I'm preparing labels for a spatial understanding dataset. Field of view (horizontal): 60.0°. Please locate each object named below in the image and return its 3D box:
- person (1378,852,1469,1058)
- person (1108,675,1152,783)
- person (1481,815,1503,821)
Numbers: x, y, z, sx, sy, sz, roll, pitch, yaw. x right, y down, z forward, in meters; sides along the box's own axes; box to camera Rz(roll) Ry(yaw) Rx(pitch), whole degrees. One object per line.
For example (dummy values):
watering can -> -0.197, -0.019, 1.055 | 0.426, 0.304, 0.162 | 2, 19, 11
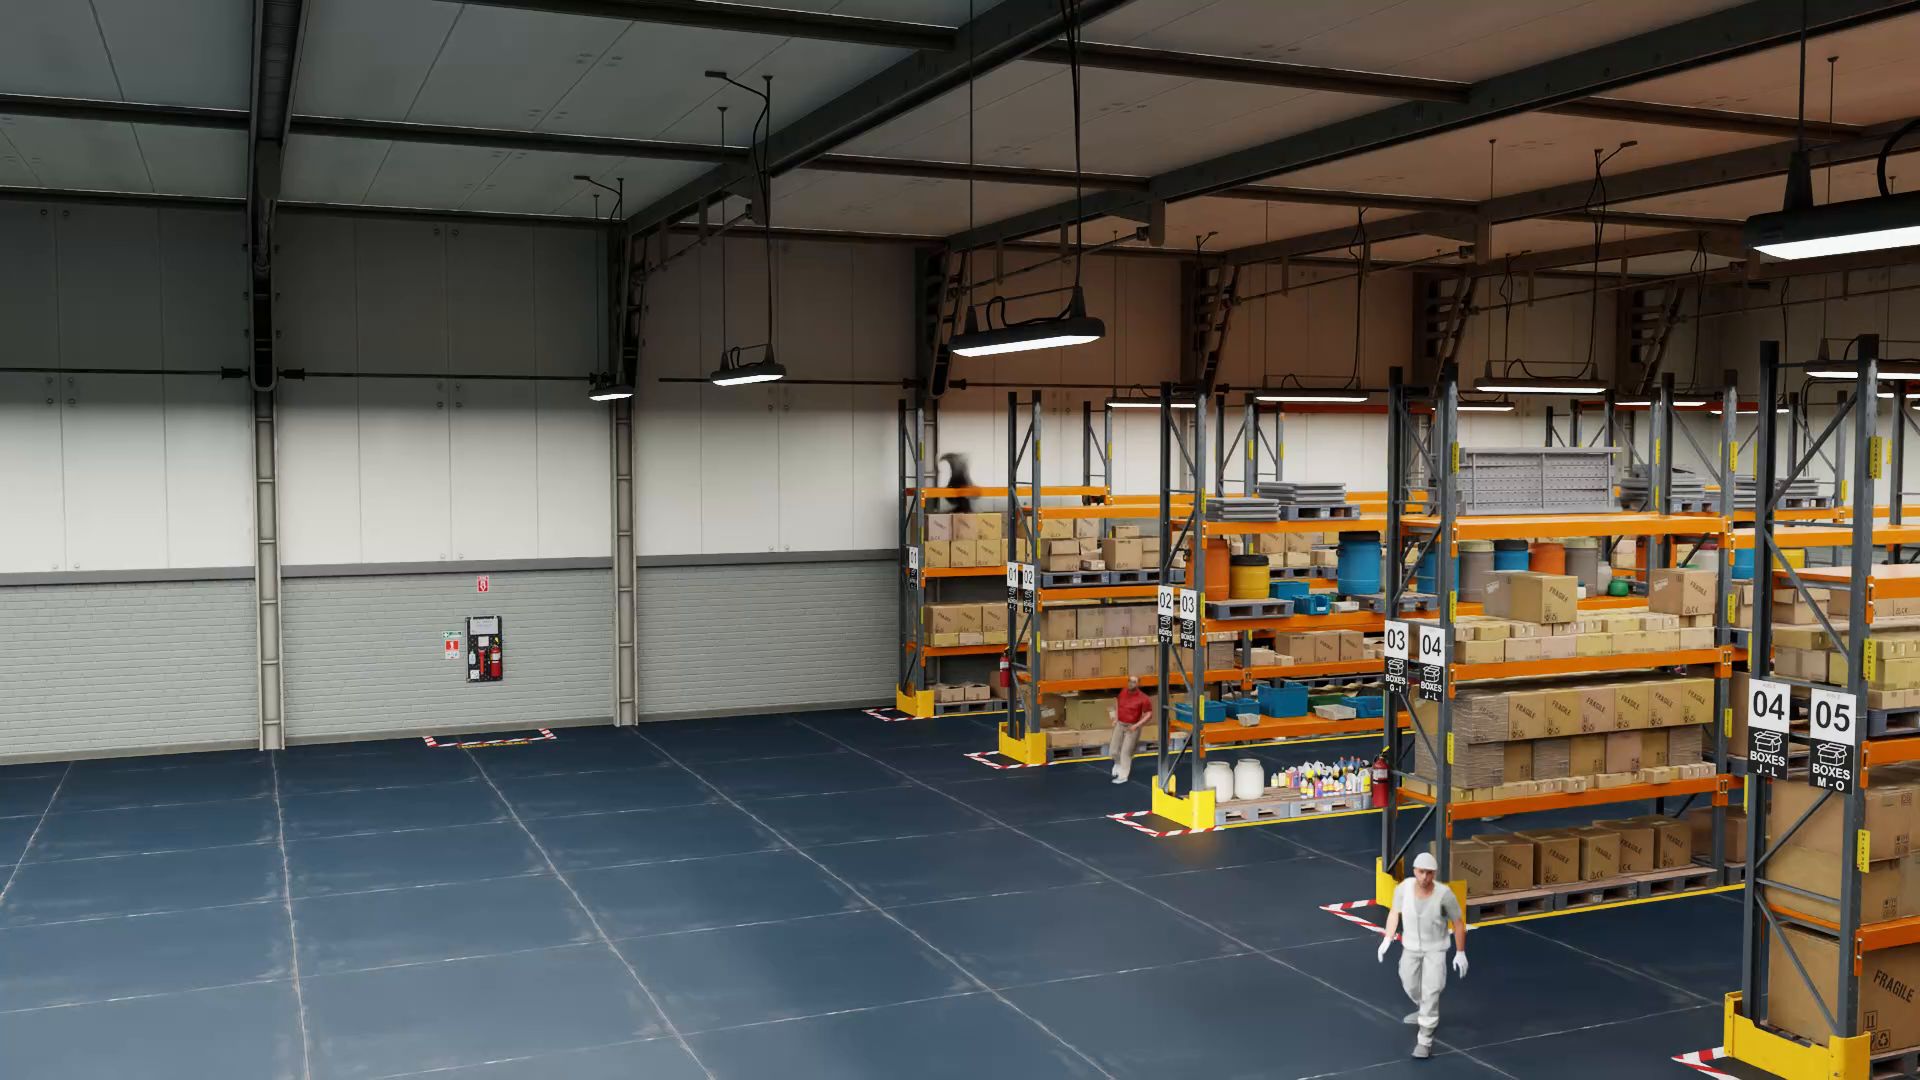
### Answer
person -> 4.019, 3.479, 14.228 | 0.743, 1.724, 0.880 | 2, 4, 33
person -> 2.575, 2.860, 25.164 | 0.740, 1.663, 0.578 | 2, 4, 29
person -> 7.386, 3.058, 22.751 | 1.044, 1.574, 0.662 | -2, 4, -31
